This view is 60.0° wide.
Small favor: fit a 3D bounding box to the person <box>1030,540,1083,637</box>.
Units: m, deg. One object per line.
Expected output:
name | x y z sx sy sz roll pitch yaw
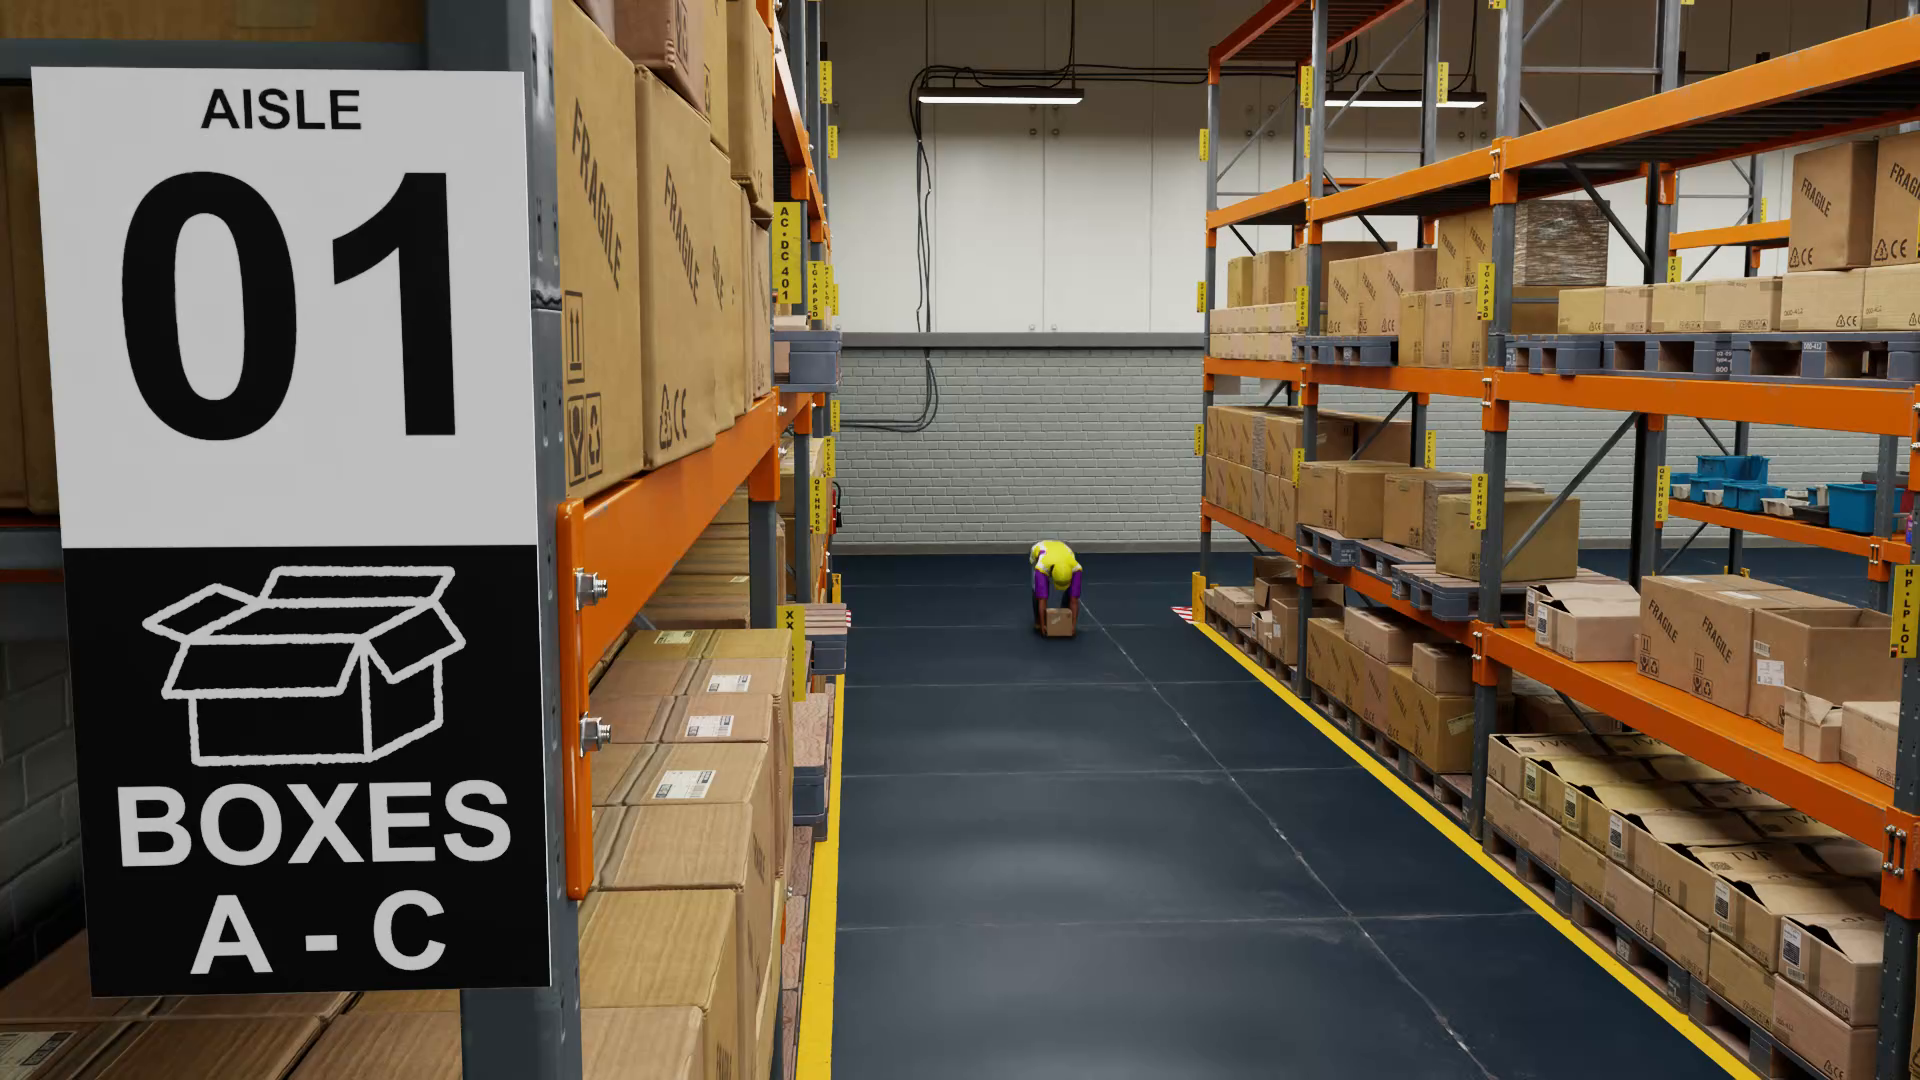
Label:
person | 0.990 0.487 17.103 0.503 0.925 0.975 -1 7 -6
